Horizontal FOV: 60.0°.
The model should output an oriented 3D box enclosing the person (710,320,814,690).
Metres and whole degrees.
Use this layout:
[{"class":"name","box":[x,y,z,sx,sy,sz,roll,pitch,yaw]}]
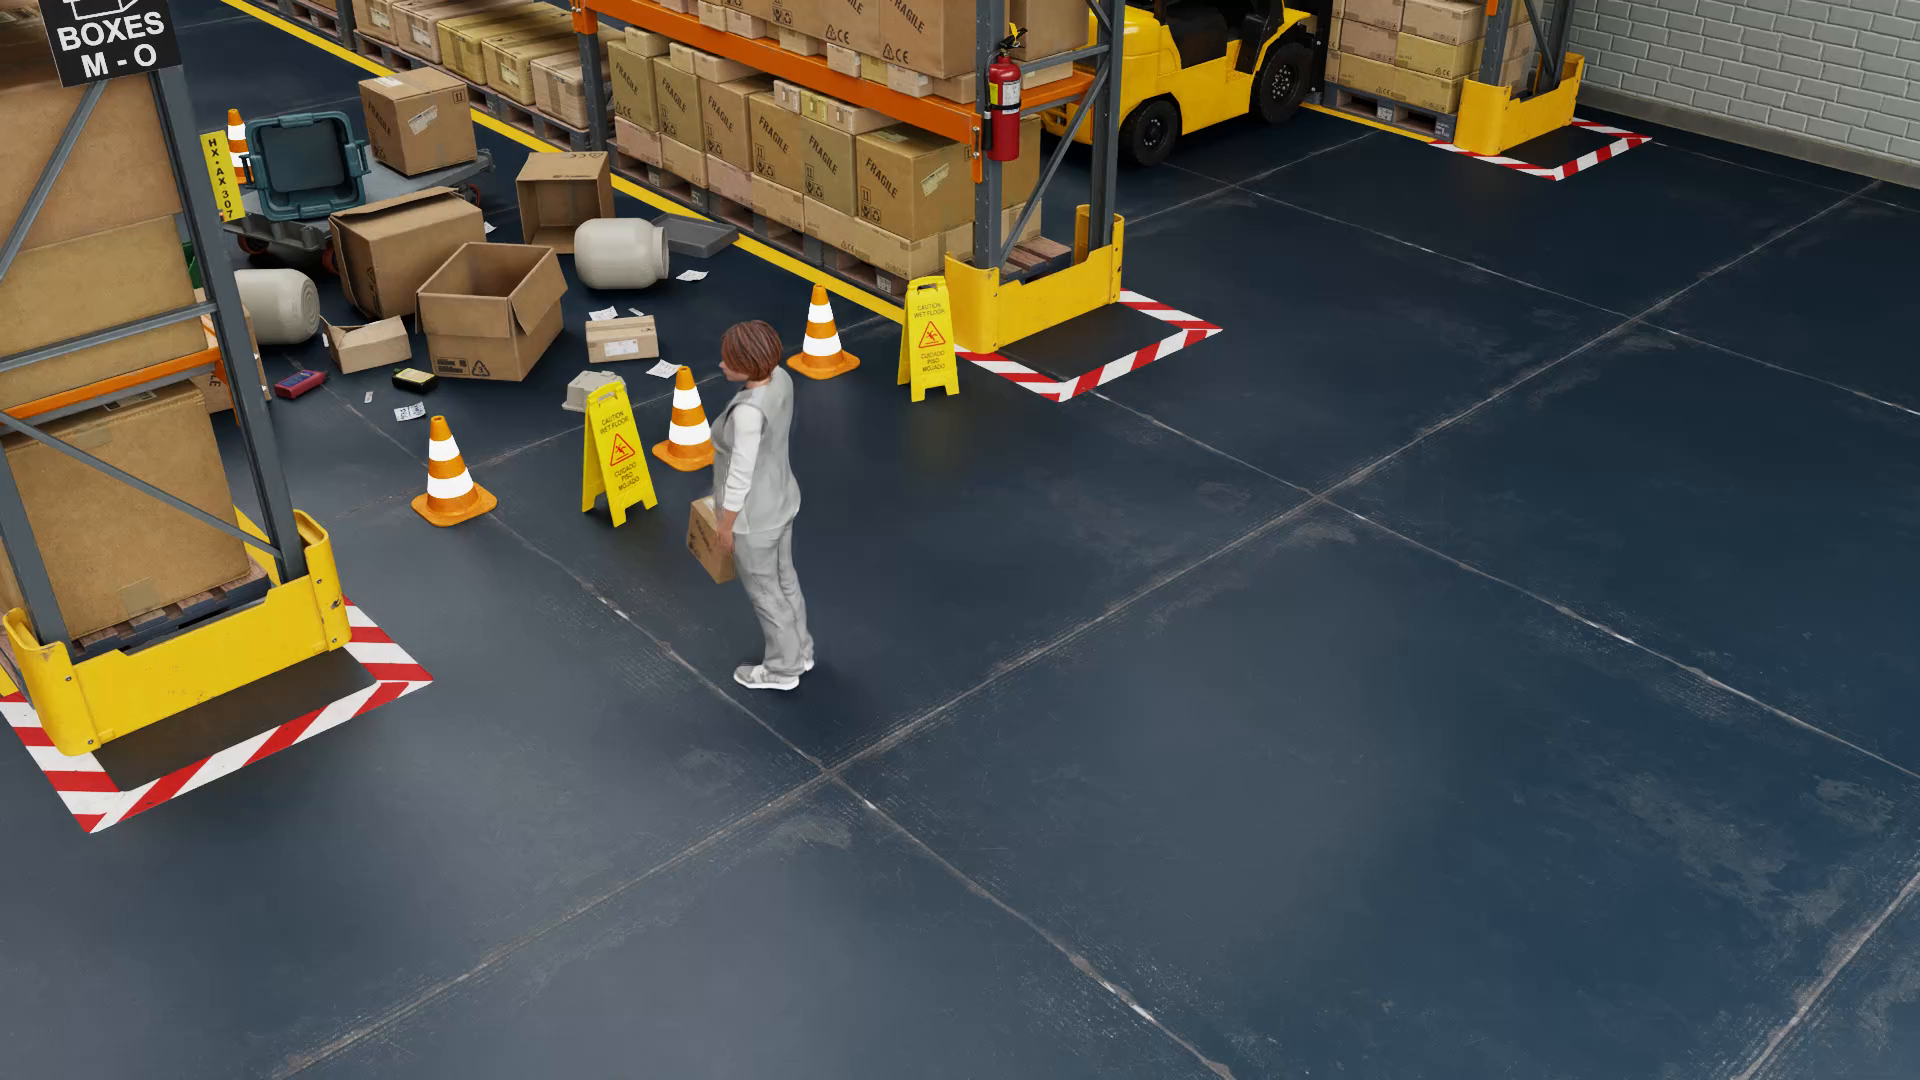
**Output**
[{"class":"person","box":[-0.769,-0.120,6.319,0.343,1.596,0.517,9,33,14]}]
